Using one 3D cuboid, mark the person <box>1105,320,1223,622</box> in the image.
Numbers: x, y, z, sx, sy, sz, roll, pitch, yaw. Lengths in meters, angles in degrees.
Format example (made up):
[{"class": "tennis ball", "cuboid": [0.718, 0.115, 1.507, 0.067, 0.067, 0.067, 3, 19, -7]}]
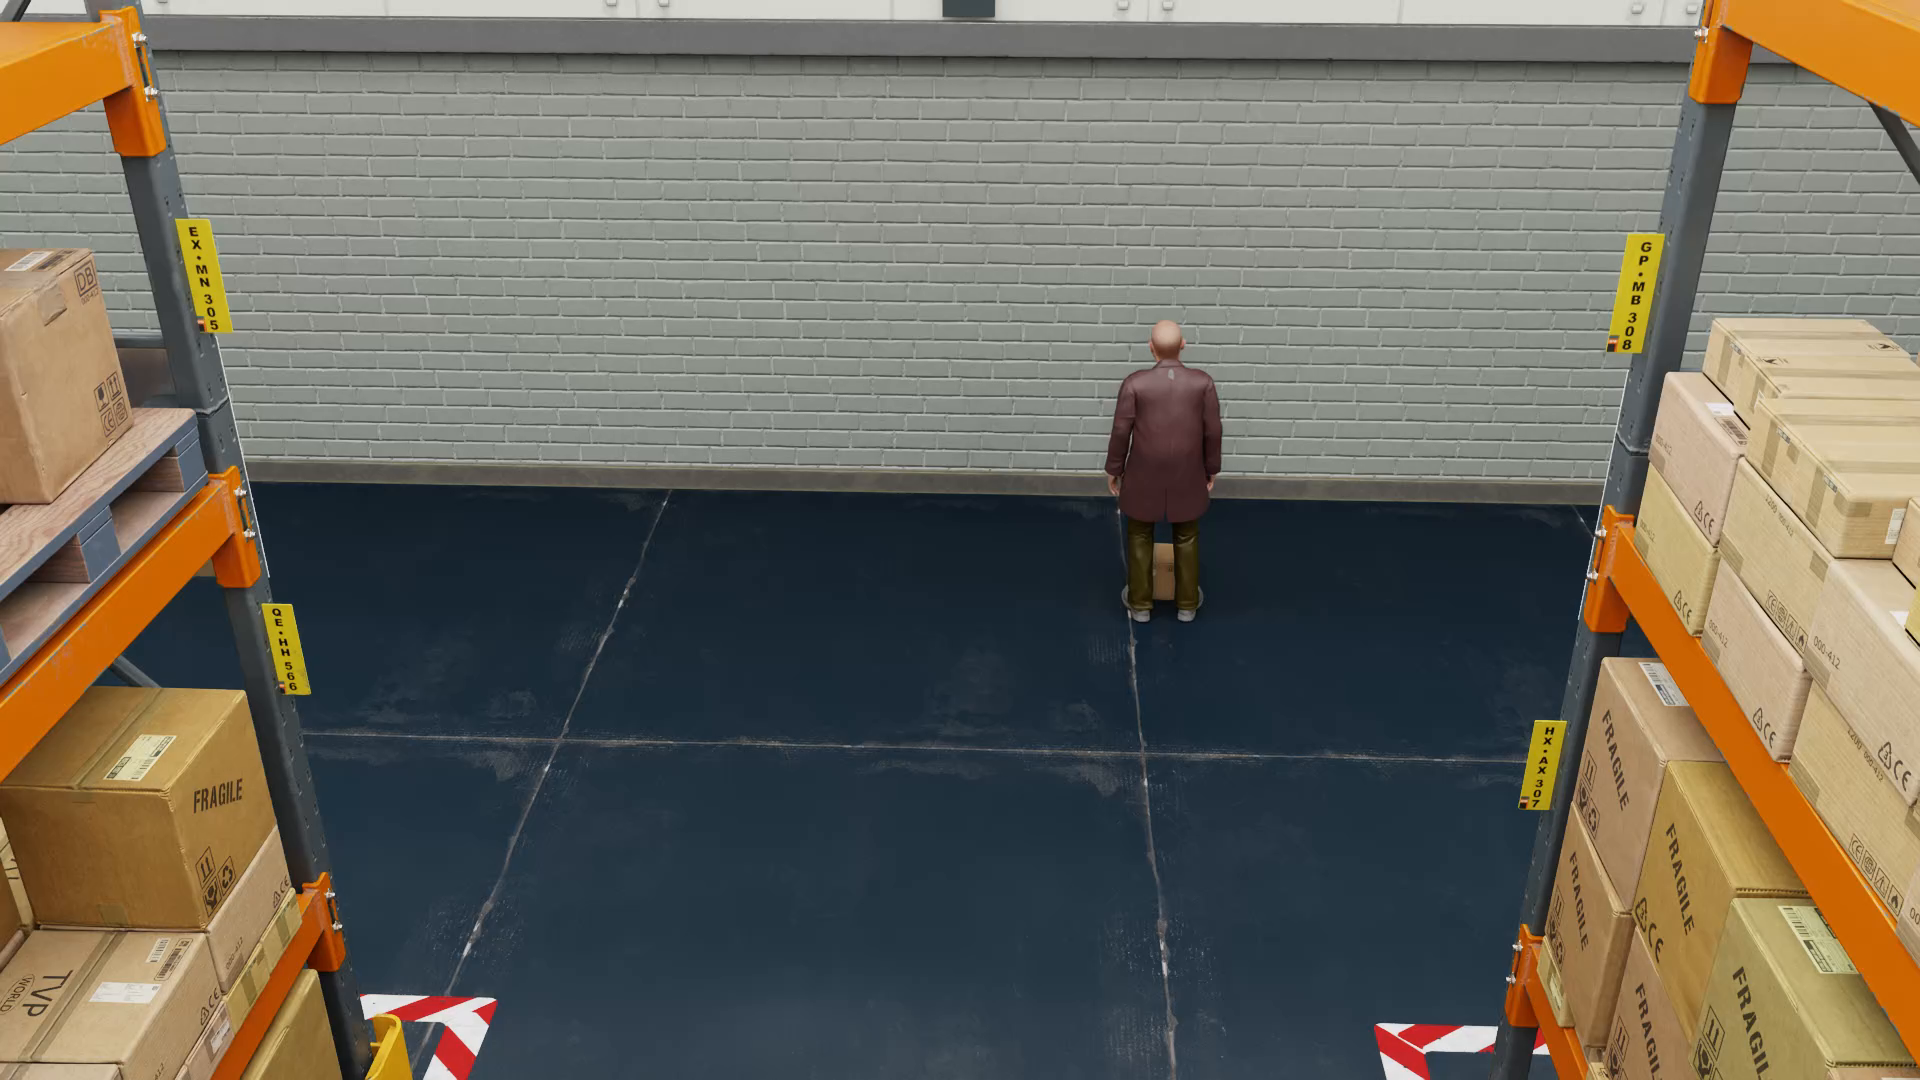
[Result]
[{"class": "person", "cuboid": [1.142, -0.375, 9.353, 0.656, 1.774, 0.417, 0, 28, 0]}]
